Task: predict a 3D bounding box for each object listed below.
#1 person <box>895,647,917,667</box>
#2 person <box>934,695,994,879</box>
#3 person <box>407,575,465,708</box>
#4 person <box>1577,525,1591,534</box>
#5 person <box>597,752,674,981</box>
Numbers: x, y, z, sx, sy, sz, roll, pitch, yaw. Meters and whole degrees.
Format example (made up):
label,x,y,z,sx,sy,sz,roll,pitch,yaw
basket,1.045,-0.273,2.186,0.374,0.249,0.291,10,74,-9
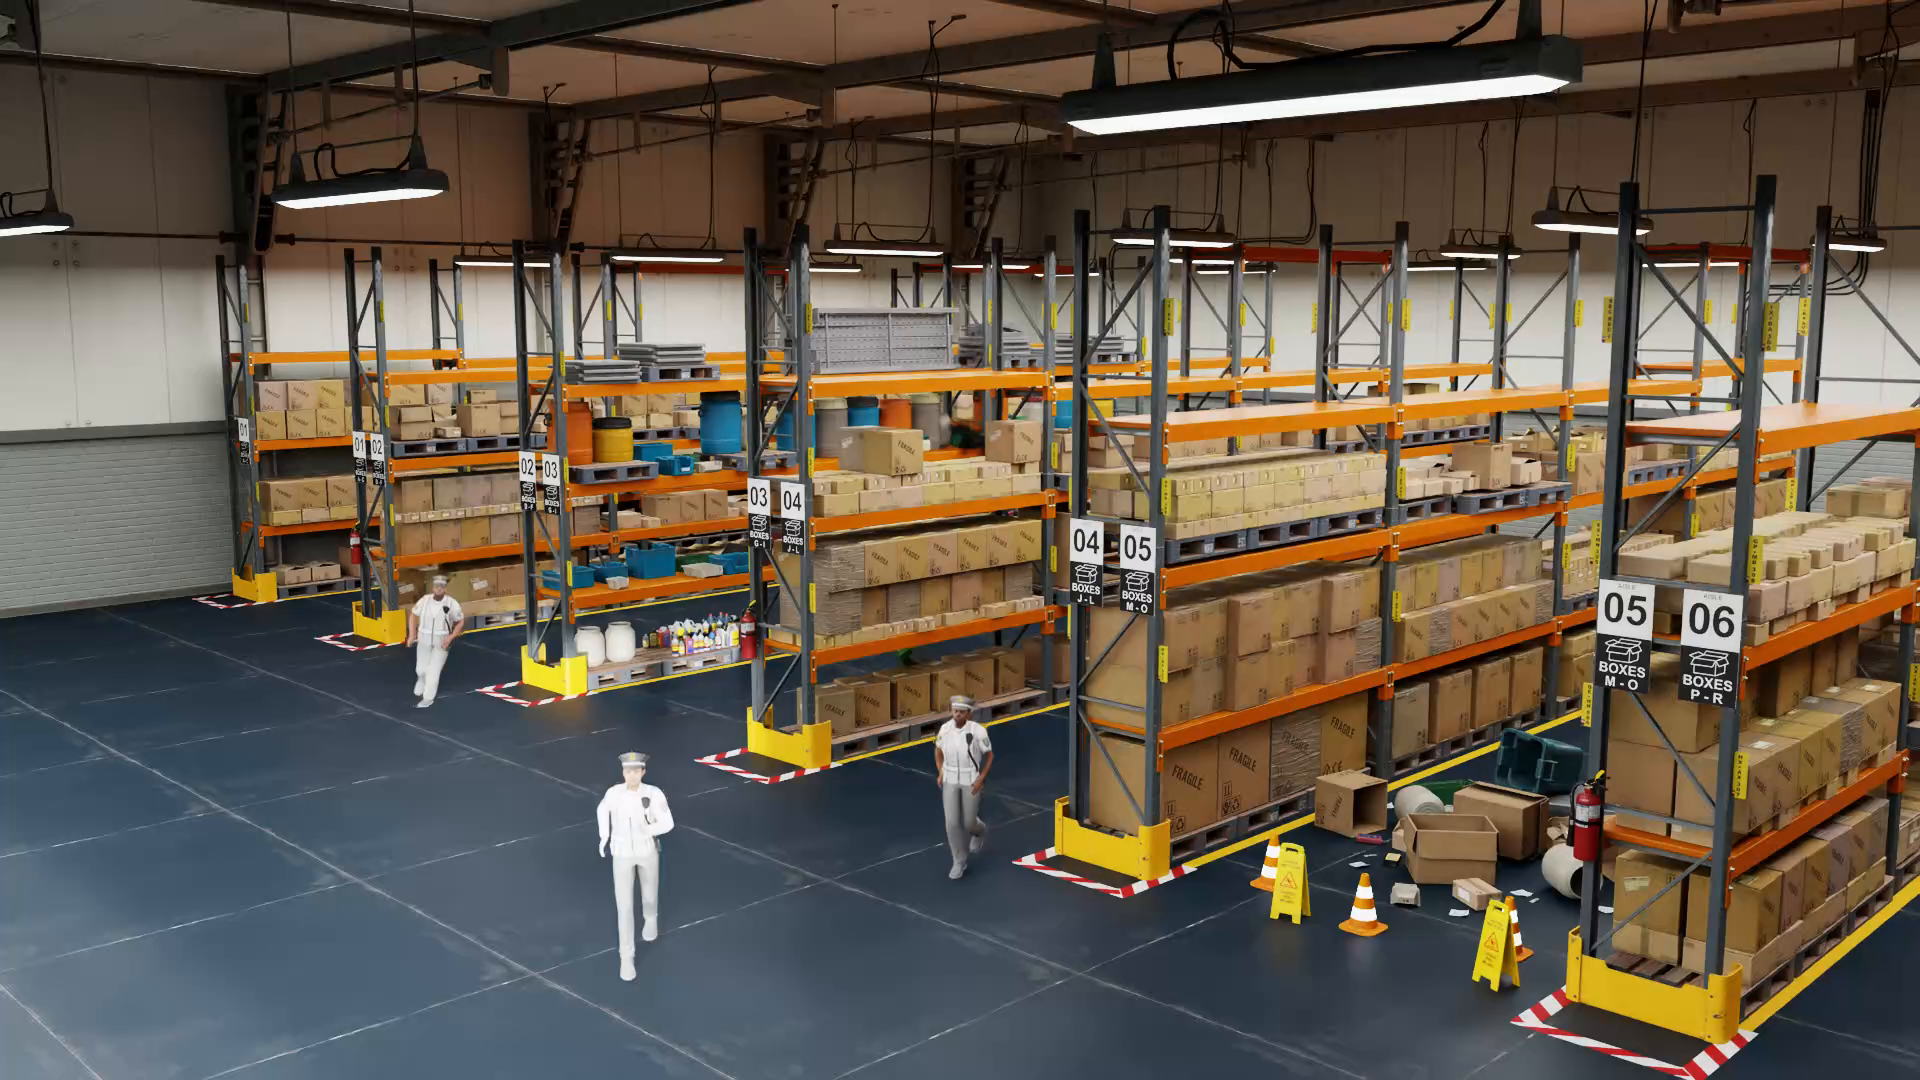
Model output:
label,x,y,z,sx,sy,sz,roll,pitch,yaw
person,-0.728,1.175,22.011,0.632,1.743,0.614,7,11,40
person,0.031,2.208,15.250,0.574,1.670,0.661,2,8,15
person,-6.755,1.296,21.429,0.724,1.704,0.549,-1,8,-9
person,9.972,0.598,26.474,0.673,1.710,0.661,-6,10,-37
person,-2.545,2.471,13.048,0.610,1.686,0.936,-1,8,-7
